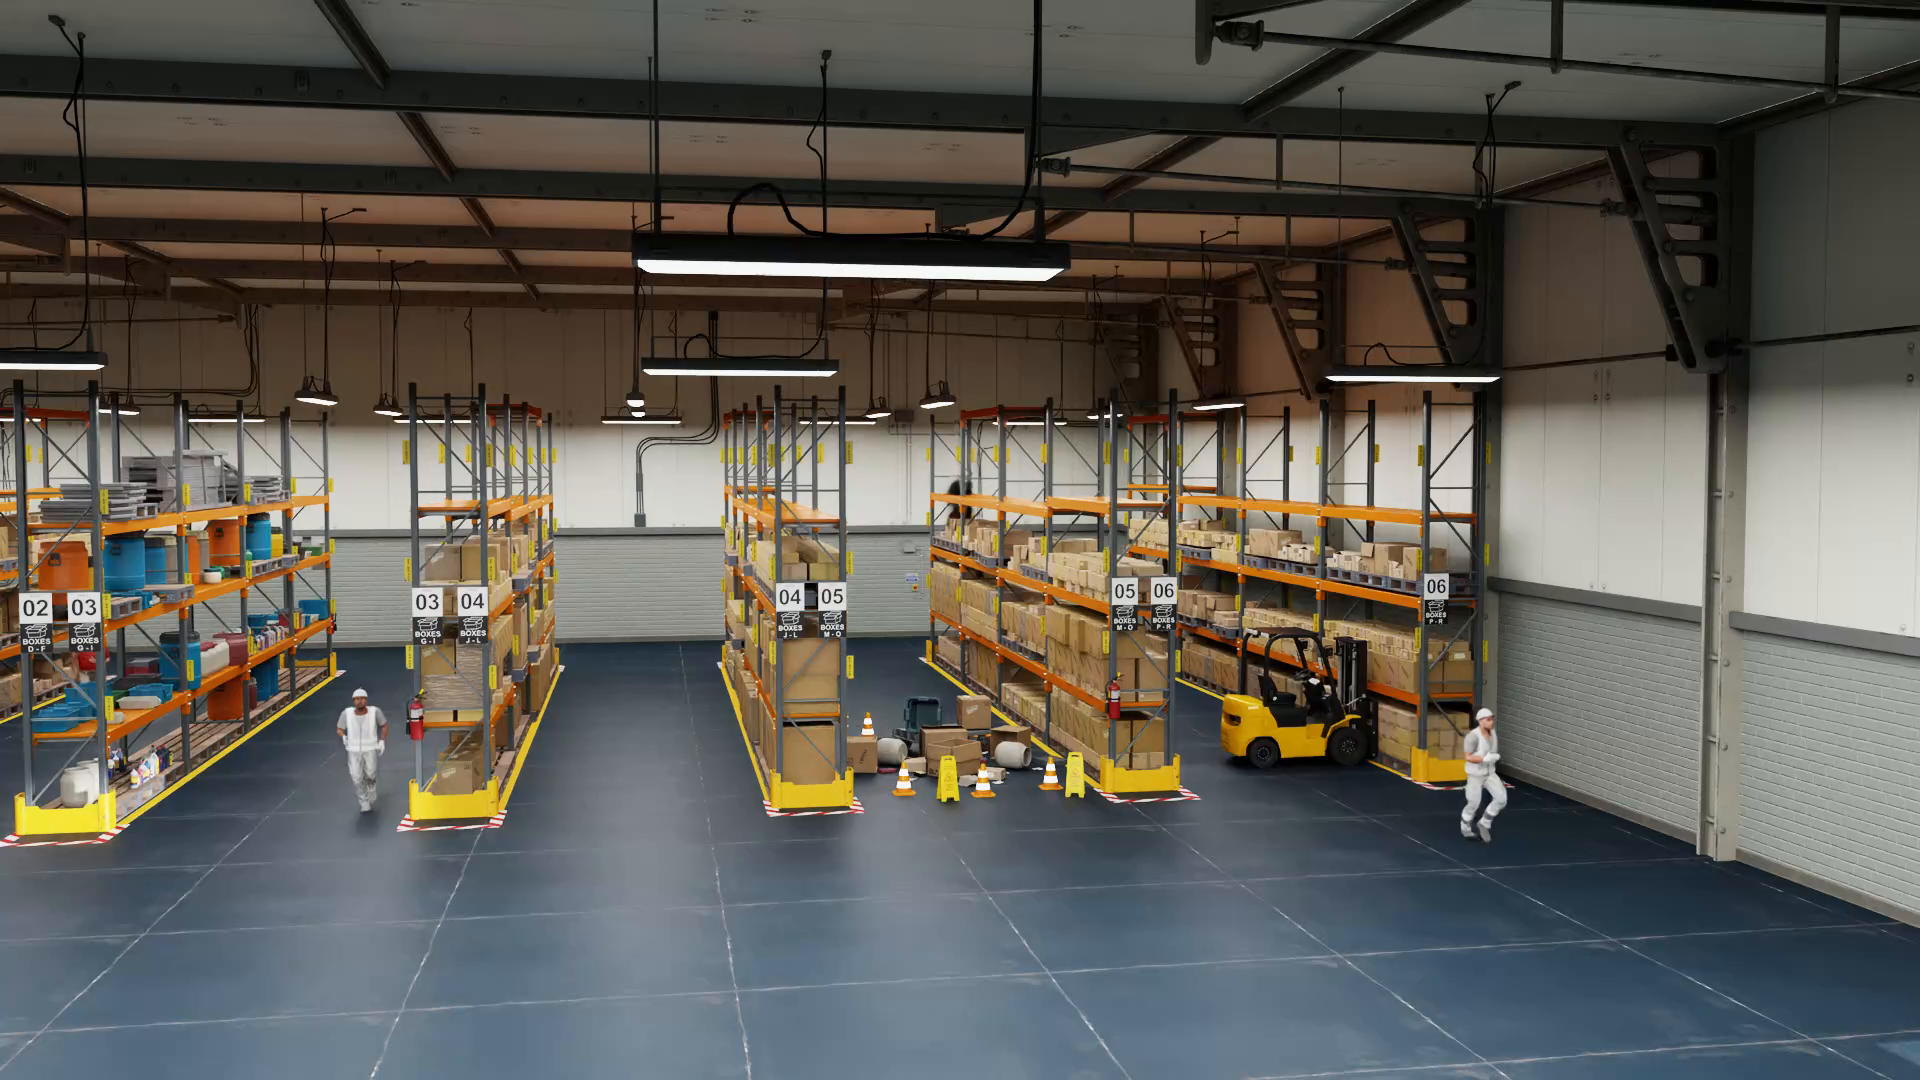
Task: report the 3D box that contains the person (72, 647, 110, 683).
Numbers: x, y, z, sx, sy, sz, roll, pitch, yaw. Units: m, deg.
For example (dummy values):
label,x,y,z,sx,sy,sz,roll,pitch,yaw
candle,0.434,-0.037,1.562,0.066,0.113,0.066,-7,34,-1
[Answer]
label,x,y,z,sx,sy,sz,roll,pitch,yaw
person,-16.275,2.580,31.143,0.686,1.777,0.859,-1,3,-18

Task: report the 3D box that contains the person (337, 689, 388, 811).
label,x,y,z,sx,sy,sz,roll,pitch,yaw
person,-8.396,2.955,23.338,0.679,1.736,0.591,-1,3,-13

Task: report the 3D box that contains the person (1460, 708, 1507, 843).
label,x,y,z,sx,sy,sz,roll,pitch,yaw
person,6.723,3.018,21.382,0.697,1.744,0.787,-1,3,-25
